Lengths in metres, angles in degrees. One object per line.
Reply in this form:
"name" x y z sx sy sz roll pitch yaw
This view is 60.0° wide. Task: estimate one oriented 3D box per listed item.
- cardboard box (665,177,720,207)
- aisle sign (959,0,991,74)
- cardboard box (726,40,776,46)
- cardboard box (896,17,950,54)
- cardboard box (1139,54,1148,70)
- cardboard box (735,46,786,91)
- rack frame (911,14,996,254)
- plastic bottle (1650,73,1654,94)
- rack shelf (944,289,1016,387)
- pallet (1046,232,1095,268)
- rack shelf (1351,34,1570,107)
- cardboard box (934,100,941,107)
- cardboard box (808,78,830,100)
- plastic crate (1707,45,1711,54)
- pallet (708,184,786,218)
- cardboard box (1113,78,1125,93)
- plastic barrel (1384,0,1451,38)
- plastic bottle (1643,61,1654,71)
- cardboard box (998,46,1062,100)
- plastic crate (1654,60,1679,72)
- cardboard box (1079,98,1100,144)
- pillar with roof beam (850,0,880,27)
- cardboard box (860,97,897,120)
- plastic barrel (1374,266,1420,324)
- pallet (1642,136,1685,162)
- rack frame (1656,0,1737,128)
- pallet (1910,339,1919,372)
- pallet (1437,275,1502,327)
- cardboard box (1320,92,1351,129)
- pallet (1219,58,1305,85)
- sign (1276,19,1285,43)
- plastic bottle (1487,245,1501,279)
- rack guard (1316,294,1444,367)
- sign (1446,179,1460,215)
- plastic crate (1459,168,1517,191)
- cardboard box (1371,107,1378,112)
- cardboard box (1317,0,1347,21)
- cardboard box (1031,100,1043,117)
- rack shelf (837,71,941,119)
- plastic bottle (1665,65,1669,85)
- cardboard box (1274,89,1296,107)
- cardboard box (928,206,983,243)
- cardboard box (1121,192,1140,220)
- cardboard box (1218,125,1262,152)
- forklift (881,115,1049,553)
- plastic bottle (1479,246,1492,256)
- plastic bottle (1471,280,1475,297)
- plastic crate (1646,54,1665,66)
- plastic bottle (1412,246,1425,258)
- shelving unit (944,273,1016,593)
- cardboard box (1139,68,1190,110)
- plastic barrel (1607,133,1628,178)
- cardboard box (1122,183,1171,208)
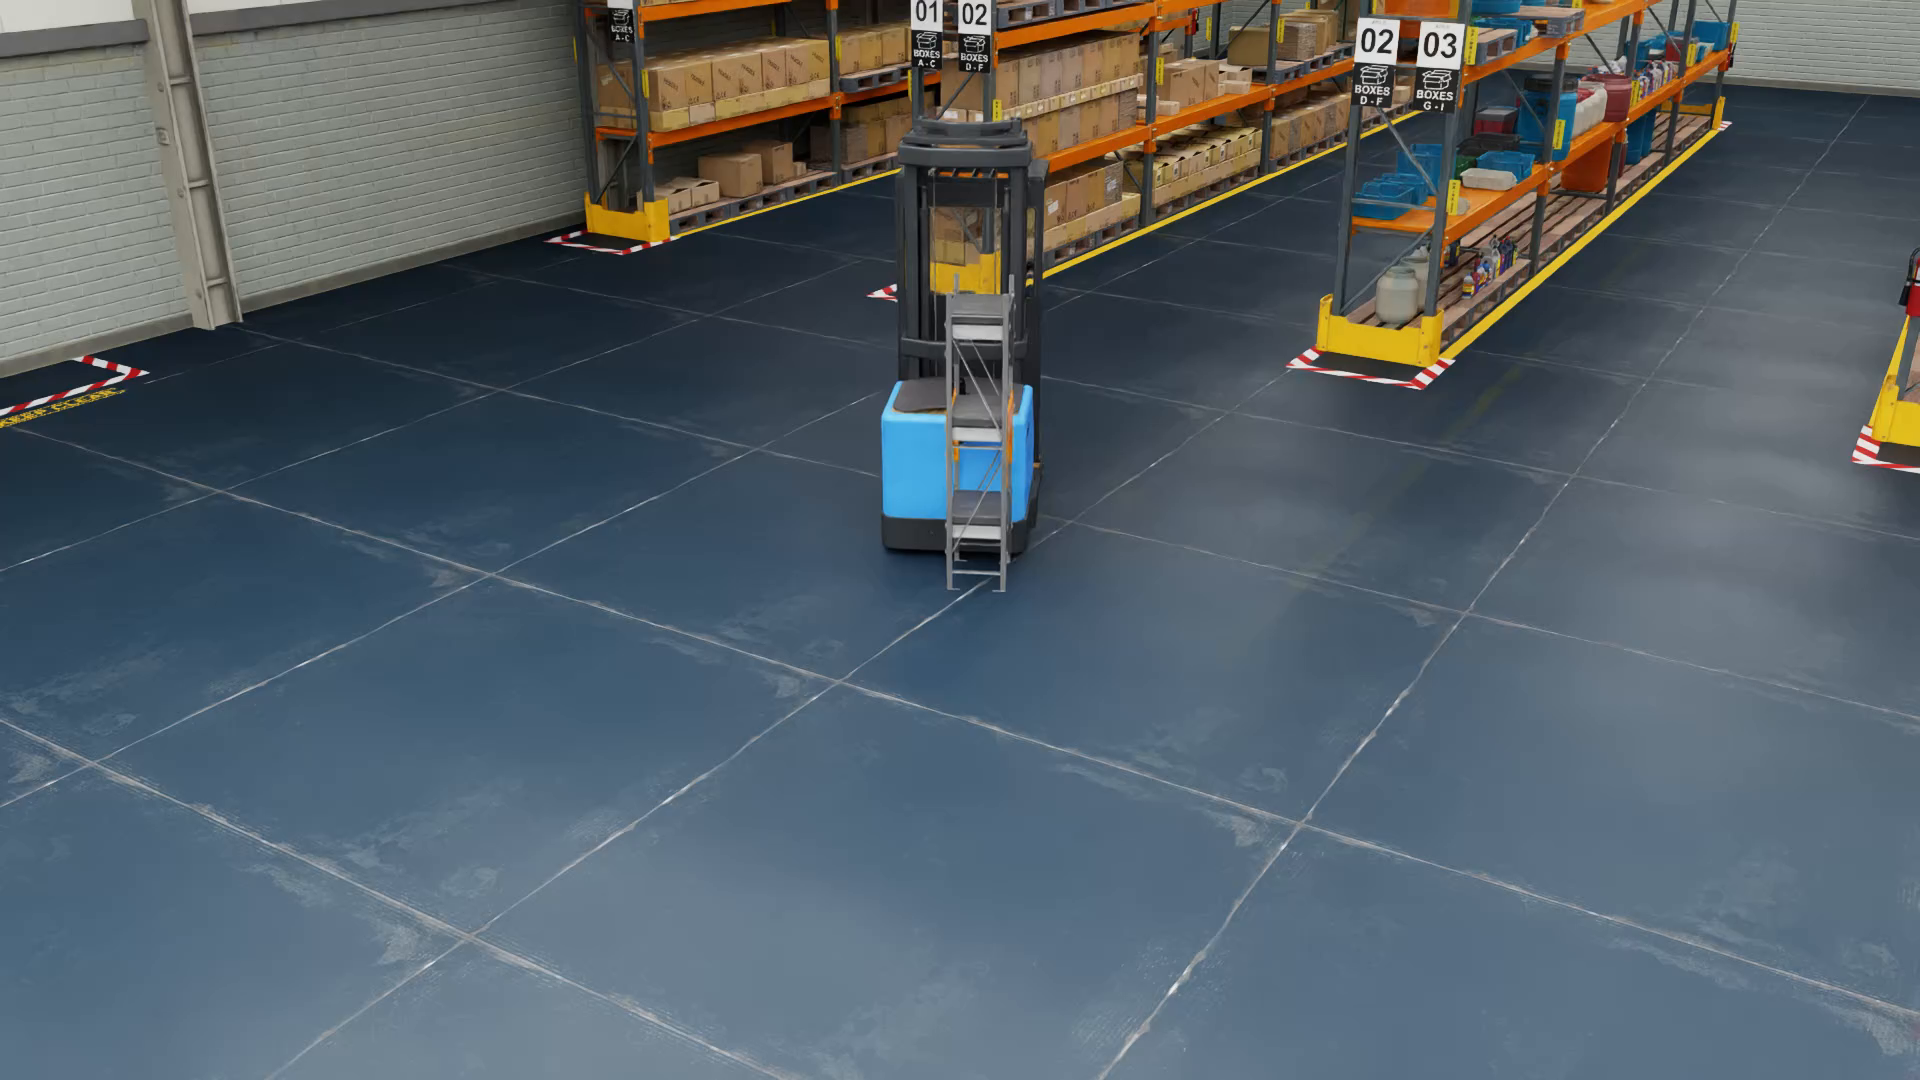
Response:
"cardboard box" -3.541 -4.636 22.014 0.500 0.311 0.500 16 28 33
"aisle sign" 0.153 -5.331 17.515 0.394 0.787 0.004 14 27 29
"cardboard box" -2.875 -6.607 22.955 0.500 0.500 0.500 14 27 29
"cardboard box" -0.574 -7.854 25.936 0.700 0.500 0.500 11 26 24
"cardboard box" 3.344 -9.111 32.137 0.700 0.500 0.500 13 27 27
"cardboard box" -2.693 -6.334 22.324 0.500 0.500 0.500 13 27 27
"rack frame" -0.073 -4.224 18.231 1.000 3.000 0.127 14 27 29
"plastic bottle" 9.795 -6.476 23.580 0.061 0.283 0.133 14 27 29
"rack shelf" 0.135 -1.335 10.964 0.431 0.518 0.480 2 24 5
"pallet" 0.940 -3.621 20.349 1.003 0.211 1.213 14 27 29
"rack shelf" 5.189 -4.906 16.937 1.077 0.370 4.000 14 27 29
"cardboard box" -0.399 -6.762 26.686 0.700 0.500 0.500 14 27 30
"cardboard box" -2.165 -6.328 23.255 0.500 0.250 0.500 14 27 29
"plastic crate" 12.132 -8.083 27.403 0.396 0.136 0.243 14 27 29
"pallet" -3.140 -4.684 22.803 1.003 0.211 1.213 14 27 29
"cardboard box" 1.808 -5.609 20.488 0.380 0.149 0.250 13 27 27
"plastic barrel" 4.282 -5.142 15.506 0.600 0.830 0.708 14 27 29
"plastic bottle" 10.037 -6.801 24.247 0.144 0.351 0.185 14 27 29
"cardboard box" 0.750 -5.387 19.159 0.700 0.500 0.500 14 27 29
"plastic crate" 10.830 -7.268 25.521 0.396 0.136 0.243 14 27 29
"cardboard box" 1.268 -5.121 20.177 0.700 0.500 0.500 14 27 30
"pillar with roof beam" 2.174 -9.554 22.993 9.100 9.000 0.400 14 27 29
"cardboard box" -1.298 -6.587 25.340 0.500 0.250 0.500 13 27 27
"plastic barrel" 4.416 -2.474 16.792 0.421 0.512 0.421 0 23 0
"pallet" 10.818 -6.211 26.332 1.003 0.211 1.213 14 27 29
"rack frame" 12.573 -8.585 28.305 1.000 3.000 0.127 14 27 29
"pallet" 9.484 -1.570 15.610 1.003 0.211 1.213 14 27 29
"pallet" 5.211 -2.624 18.045 1.003 0.211 1.213 14 27 29
"cardboard box" 6.240 -7.102 27.473 0.500 0.500 0.500 14 27 29
"pallet" 4.445 -7.079 25.069 1.213 0.211 1.003 14 27 29
"sign" 4.621 -7.340 23.972 0.100 0.325 0.005 14 27 29
"plastic bottle" 5.877 -3.069 18.345 0.144 0.351 0.185 14 27 29
"rack guard" 4.134 -2.073 16.409 1.175 0.500 0.348 14 27 29
"sign" 4.599 -3.195 15.506 0.100 0.325 0.005 14 27 29
"plastic crate" 5.602 -3.813 17.613 0.530 0.136 0.437 14 27 29
"cardboard box" 7.110 -7.566 28.964 0.380 0.166 0.250 14 27 29
"cardboard box" 6.304 -9.004 27.888 0.500 0.500 0.500 14 27 29
"cardboard box" 0.722 -4.913 18.881 0.380 0.149 0.250 13 27 28
"rack shelf" -1.118 -6.956 25.447 1.077 0.370 4.000 14 27 29
"plastic bottle" 10.337 -6.854 24.462 0.152 0.276 0.135 14 27 29
"cardboard box" 5.003 -7.054 26.417 0.500 0.250 0.500 13 27 28
"cardboard box" -0.043 -3.742 19.107 0.500 0.500 0.500 14 27 29
"cardboard box" 1.978 -4.303 21.345 0.500 0.250 0.500 14 27 29
"cardboard box" 4.080 -5.884 24.292 0.500 0.311 0.500 15 27 30
"forklift" 0.097 -1.799 12.717 1.130 2.935 3.031 2 24 5
"plastic bottle" 5.908 -3.167 18.664 0.152 0.276 0.135 14 27 29
"plastic bottle" 5.409 -2.684 17.643 0.097 0.201 0.097 0 23 0
"plastic crate" 10.826 -7.570 26.232 0.437 0.125 0.590 14 27 29
"plastic bottle" 5.043 -3.065 18.336 0.144 0.351 0.185 15 28 31
"shelving unit" 0.135 -0.706 11.237 0.431 2.100 0.503 2 24 5
"cardboard box" 2.734 -6.053 22.332 0.500 0.500 0.500 16 28 33
"plastic barrel" 9.193 -5.521 23.734 0.600 0.588 0.708 14 27 29
"cardboard box" 2.461 -4.589 22.007 0.500 0.250 0.500 13 27 28
